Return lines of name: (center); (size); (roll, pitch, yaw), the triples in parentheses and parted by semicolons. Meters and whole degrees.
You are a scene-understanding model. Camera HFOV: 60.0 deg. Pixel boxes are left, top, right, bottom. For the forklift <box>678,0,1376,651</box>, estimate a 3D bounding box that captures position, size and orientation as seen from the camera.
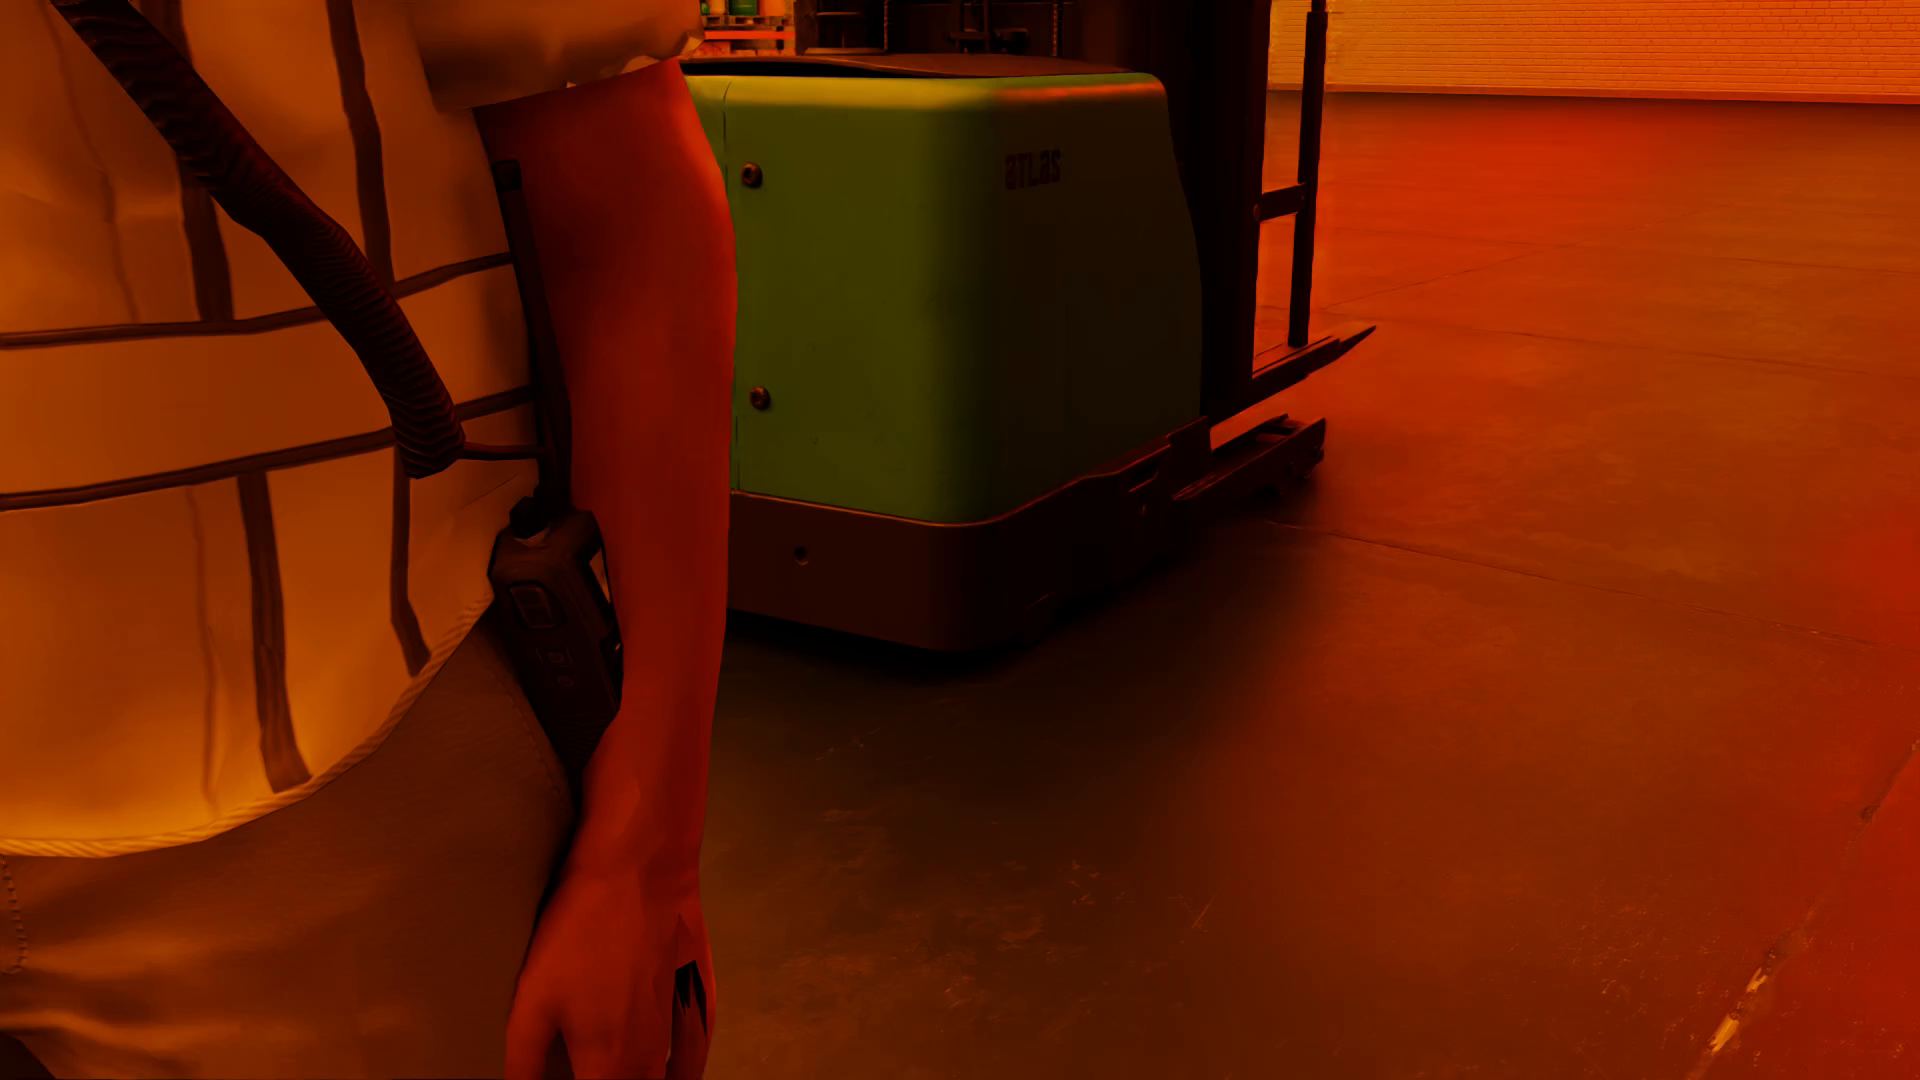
forklift: (0.332, -1.576, 4.086); (1.130, 2.935, 3.031); (10, 19, 29)
